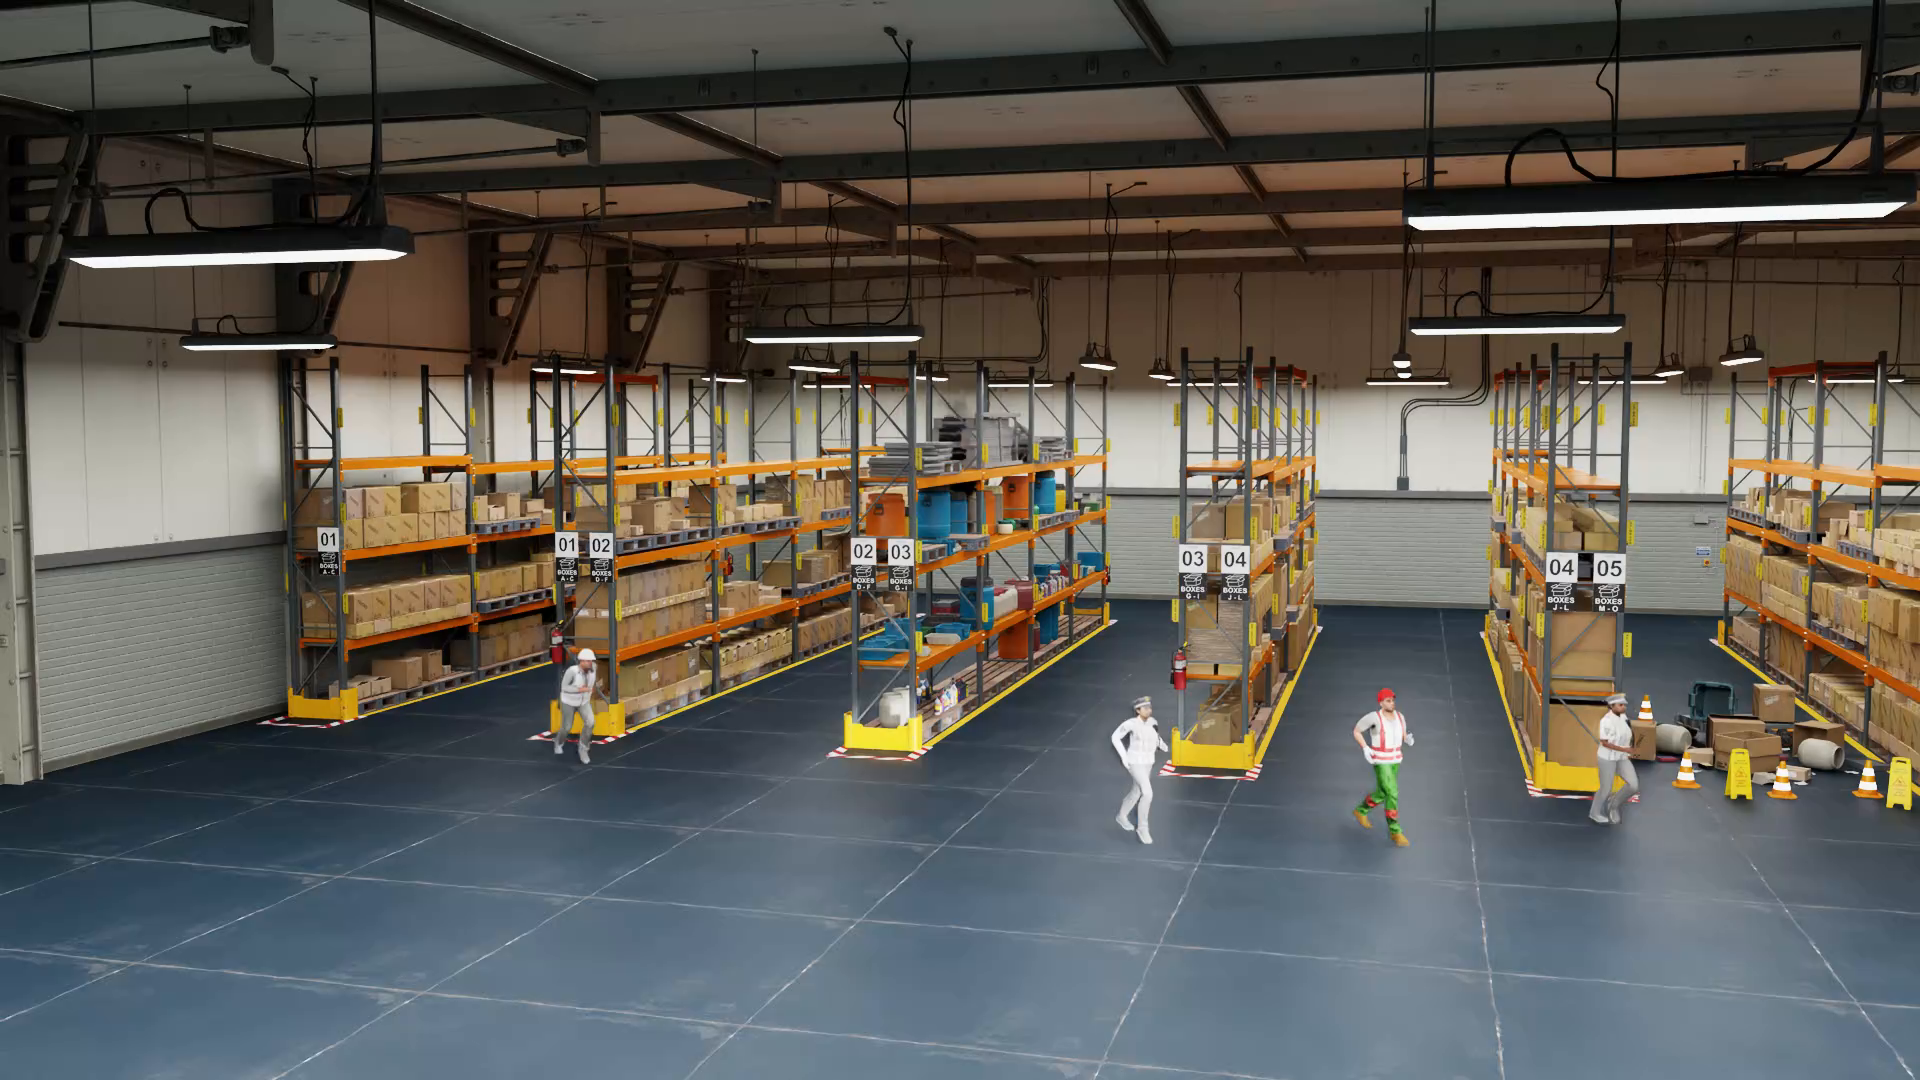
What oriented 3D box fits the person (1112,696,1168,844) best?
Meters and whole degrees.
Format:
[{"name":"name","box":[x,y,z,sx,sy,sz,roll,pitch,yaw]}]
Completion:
[{"name":"person","box":[2.151,2.707,19.826,0.606,1.744,0.733,-4,6,-41]}]

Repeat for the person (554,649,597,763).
[{"name":"person","box":[-5.610,2.408,24.306,0.994,1.719,0.696,4,6,44]}]

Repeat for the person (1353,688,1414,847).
[{"name":"person","box":[5.057,2.651,19.773,0.633,1.804,0.928,-3,5,-32]}]

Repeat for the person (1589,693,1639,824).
[{"name":"person","box":[8.028,2.670,20.317,0.542,1.651,0.725,-2,5,-26]}]
